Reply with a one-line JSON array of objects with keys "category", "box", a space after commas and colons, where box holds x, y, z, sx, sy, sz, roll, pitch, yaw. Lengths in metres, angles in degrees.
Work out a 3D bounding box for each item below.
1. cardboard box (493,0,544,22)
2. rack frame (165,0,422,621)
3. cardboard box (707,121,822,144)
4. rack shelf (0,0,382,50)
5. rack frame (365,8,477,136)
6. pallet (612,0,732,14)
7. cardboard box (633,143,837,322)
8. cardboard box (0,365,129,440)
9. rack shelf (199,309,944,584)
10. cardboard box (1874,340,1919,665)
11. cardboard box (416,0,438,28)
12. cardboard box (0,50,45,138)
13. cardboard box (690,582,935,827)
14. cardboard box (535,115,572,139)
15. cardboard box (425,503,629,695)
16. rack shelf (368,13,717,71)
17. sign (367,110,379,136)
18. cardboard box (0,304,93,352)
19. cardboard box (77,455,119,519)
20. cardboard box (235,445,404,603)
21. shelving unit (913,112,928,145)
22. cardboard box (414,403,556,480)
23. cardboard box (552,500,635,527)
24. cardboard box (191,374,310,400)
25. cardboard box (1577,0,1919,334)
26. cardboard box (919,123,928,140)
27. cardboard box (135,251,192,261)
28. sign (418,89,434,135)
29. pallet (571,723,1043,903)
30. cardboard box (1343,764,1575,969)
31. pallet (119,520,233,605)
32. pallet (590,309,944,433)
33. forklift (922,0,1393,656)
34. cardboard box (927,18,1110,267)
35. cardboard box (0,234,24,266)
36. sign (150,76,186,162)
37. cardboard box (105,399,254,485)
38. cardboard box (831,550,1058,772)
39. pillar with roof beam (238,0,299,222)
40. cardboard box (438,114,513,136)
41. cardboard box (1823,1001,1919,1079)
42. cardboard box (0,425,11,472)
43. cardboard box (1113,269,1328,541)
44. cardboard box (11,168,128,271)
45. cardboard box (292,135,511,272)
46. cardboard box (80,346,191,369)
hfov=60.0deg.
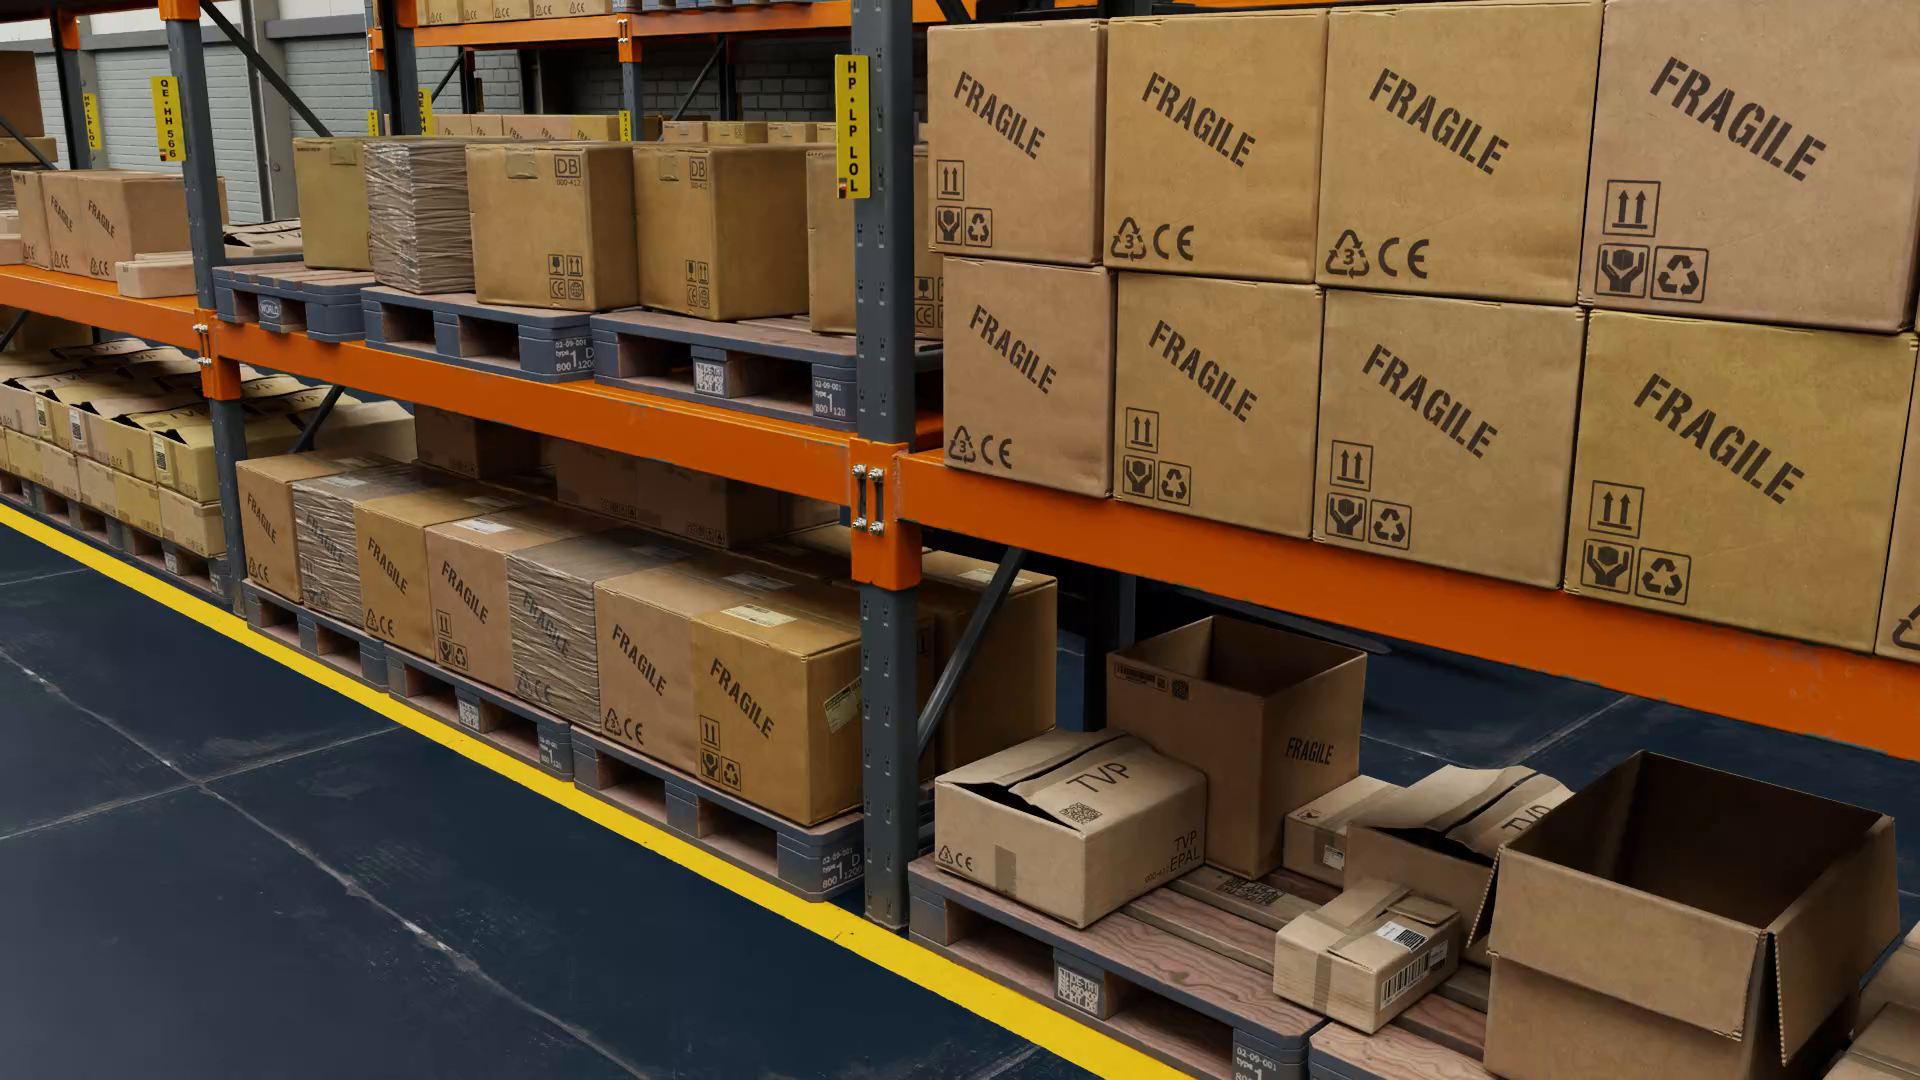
[{"category": "cardboard box", "box": [-3.507, -4.540, 13.719, 0.500, 0.500, 0.500, 13, 19, 40]}, {"category": "rack frame", "box": [-2.747, -1.206, 7.111, 0.127, 3.000, 1.000, 14, 20, 42]}, {"category": "cardboard box", "box": [-1.451, -2.873, 12.437, 0.700, 0.500, 0.500, -12, 19, -39]}, {"category": "rack shelf", "box": [-4.187, -2.659, 8.167, 4.000, 0.370, 1.077, 14, 20, 42]}, {"category": "rack frame", "box": [-5.071, -3.506, 15.938, 0.127, 3.000, 1.000, 14, 20, 42]}, {"category": "pallet", "box": [-1.821, -4.039, 12.408, 1.003, 0.211, 1.213, 14, 20, 42]}, {"category": "cardboard box", "box": [-0.593, -0.990, 5.250, 0.700, 0.500, 0.500, -11, 18, -35]}, {"category": "cardboard box", "box": [-4.772, -0.753, 8.883, 0.500, 0.311, 0.500, 13, 19, 40]}, {"category": "rack shelf", "box": [-1.308, -0.508, 5.858, 4.000, 0.370, 1.077, 14, 20, 42]}, {"category": "cardboard box", "box": [1.769, -0.062, 2.521, 0.500, 0.500, 0.500, 14, 20, 43]}, {"category": "cardboard box", "box": [-4.642, -4.811, 14.760, 0.500, 0.500, 0.500, -13, 19, -41]}, {"category": "cardboard box", "box": [-5.951, -2.659, 9.915, 0.500, 0.500, 0.700, 14, 20, 42]}, {"category": "cardboard box", "box": [-0.422, 0.457, 4.816, 0.500, 0.500, 0.500, 14, 20, 42]}, {"category": "cardboard box", "box": [-3.109, -3.219, 13.606, 0.500, 0.500, 0.500, 14, 20, 42]}, {"category": "cardboard box", "box": [-1.500, 0.192, 5.831, 0.500, 0.500, 0.500, 13, 19, 40]}, {"category": "rack shelf", "box": [-3.631, -4.259, 14.307, 4.000, 0.370, 1.077, 14, 20, 42]}, {"category": "sign", "box": [-5.447, -3.826, 15.450, 0.005, 0.325, 0.100, 14, 20, 42]}, {"category": "cardboard box", "box": [-5.743, -1.279, 10.526, 0.500, 0.500, 0.500, 14, 20, 42]}, {"category": "cardboard box", "box": [-4.029, -0.304, 8.272, 0.500, 0.250, 0.500, -14, 20, -43]}, {"category": "cardboard box", "box": [-2.618, -0.078, 6.866, 0.500, 0.500, 0.500, -13, 20, -42]}, {"category": "shelving unit", "box": [-0.225, -1.102, 8.497, 0.431, 2.100, 0.503, -12, 19, -38]}, {"category": "cardboard box", "box": [-1.868, -0.442, 6.777, 0.500, 0.250, 0.500, -14, 20, -42]}, {"category": "cardboard box", "box": [-1.157, 0.093, 6.210, 0.500, 0.500, 0.500, 13, 19, 40]}, {"category": "cardboard box", "box": [-3.670, -0.675, 8.581, 0.500, 0.311, 0.500, 13, 19, 41]}, {"category": "cardboard box", "box": [1.390, -0.634, 2.735, 0.500, 0.500, 0.500, -14, 20, -42]}, {"category": "cardboard box", "box": [-0.078, -2.540, 11.161, 0.500, 0.500, 0.700, 11, 18, 37]}, {"category": "cardboard box", "box": [-3.705, -1.297, 7.960, 0.380, 0.149, 0.250, -13, 19, -40]}, {"category": "sign", "box": [-2.378, -1.828, 7.359, 0.005, 0.325, 0.100, 14, 20, 42]}, {"category": "pallet", "box": [-0.480, 0.708, 5.296, 1.213, 0.211, 1.003, 14, 20, 42]}, {"category": "cardboard box", "box": [1.279, 0.762, 4.019, 0.500, 0.311, 0.500, 14, 20, 42]}, {"category": "pallet", "box": [-3.313, -0.008, 8.043, 1.213, 0.211, 1.003, 14, 20, 42]}, {"category": "pallet", "box": [-0.367, -0.573, 5.061, 1.213, 0.211, 1.003, 14, 20, 42]}, {"category": "forklift", "box": [0.827, -1.142, 7.001, 1.130, 2.935, 3.031, -12, 19, -38]}, {"category": "cardboard box", "box": [0.276, -0.905, 3.773, 0.500, 0.500, 0.500, -14, 20, -43]}, {"category": "cardboard box", "box": [-5.131, -1.592, 9.092, 0.250, 0.149, 0.380, 14, 20, 42]}, {"category": "sign", "box": [-3.130, -1.665, 6.576, 0.005, 0.325, 0.100, 14, 20, 42]}, {"category": "cardboard box", "box": [-3.674, -0.487, 7.859, 0.500, 0.311, 0.500, 13, 20, 41]}, {"category": "cardboard box", "box": [-0.047, 0.362, 5.179, 0.500, 0.500, 0.500, 13, 19, 40]}, {"category": "pillar with roof beam", "box": [-11.274, -6.712, 16.345, 0.400, 9.000, 9.100, 14, 20, 42]}, {"category": "cardboard box", "box": [-4.219, -3.488, 14.639, 0.500, 0.500, 0.500, 13, 19, 40]}, {"category": "cardboard box", "box": [1.786, 1.090, 2.881, 0.500, 0.250, 0.500, 14, 20, 42]}, {"category": "cardboard box", "box": [-5.141, -0.573, 9.304, 0.500, 0.250, 0.500, -14, 20, -43]}, {"category": "cardboard box", "box": [0.681, -0.327, 3.538, 0.500, 0.500, 0.500, 14, 20, 43]}, {"category": "cardboard box", "box": [-4.706, -1.725, 8.904, 0.500, 0.500, 0.500, -13, 19, -40]}, {"category": "cardboard box", "box": [-2.216, -1.368, 6.701, 0.500, 0.500, 0.700, 7, 16, 24]}, {"category": "cardboard box", "box": [-4.757, -0.941, 9.603, 0.500, 0.311, 0.500, -14, 20, -43]}]
